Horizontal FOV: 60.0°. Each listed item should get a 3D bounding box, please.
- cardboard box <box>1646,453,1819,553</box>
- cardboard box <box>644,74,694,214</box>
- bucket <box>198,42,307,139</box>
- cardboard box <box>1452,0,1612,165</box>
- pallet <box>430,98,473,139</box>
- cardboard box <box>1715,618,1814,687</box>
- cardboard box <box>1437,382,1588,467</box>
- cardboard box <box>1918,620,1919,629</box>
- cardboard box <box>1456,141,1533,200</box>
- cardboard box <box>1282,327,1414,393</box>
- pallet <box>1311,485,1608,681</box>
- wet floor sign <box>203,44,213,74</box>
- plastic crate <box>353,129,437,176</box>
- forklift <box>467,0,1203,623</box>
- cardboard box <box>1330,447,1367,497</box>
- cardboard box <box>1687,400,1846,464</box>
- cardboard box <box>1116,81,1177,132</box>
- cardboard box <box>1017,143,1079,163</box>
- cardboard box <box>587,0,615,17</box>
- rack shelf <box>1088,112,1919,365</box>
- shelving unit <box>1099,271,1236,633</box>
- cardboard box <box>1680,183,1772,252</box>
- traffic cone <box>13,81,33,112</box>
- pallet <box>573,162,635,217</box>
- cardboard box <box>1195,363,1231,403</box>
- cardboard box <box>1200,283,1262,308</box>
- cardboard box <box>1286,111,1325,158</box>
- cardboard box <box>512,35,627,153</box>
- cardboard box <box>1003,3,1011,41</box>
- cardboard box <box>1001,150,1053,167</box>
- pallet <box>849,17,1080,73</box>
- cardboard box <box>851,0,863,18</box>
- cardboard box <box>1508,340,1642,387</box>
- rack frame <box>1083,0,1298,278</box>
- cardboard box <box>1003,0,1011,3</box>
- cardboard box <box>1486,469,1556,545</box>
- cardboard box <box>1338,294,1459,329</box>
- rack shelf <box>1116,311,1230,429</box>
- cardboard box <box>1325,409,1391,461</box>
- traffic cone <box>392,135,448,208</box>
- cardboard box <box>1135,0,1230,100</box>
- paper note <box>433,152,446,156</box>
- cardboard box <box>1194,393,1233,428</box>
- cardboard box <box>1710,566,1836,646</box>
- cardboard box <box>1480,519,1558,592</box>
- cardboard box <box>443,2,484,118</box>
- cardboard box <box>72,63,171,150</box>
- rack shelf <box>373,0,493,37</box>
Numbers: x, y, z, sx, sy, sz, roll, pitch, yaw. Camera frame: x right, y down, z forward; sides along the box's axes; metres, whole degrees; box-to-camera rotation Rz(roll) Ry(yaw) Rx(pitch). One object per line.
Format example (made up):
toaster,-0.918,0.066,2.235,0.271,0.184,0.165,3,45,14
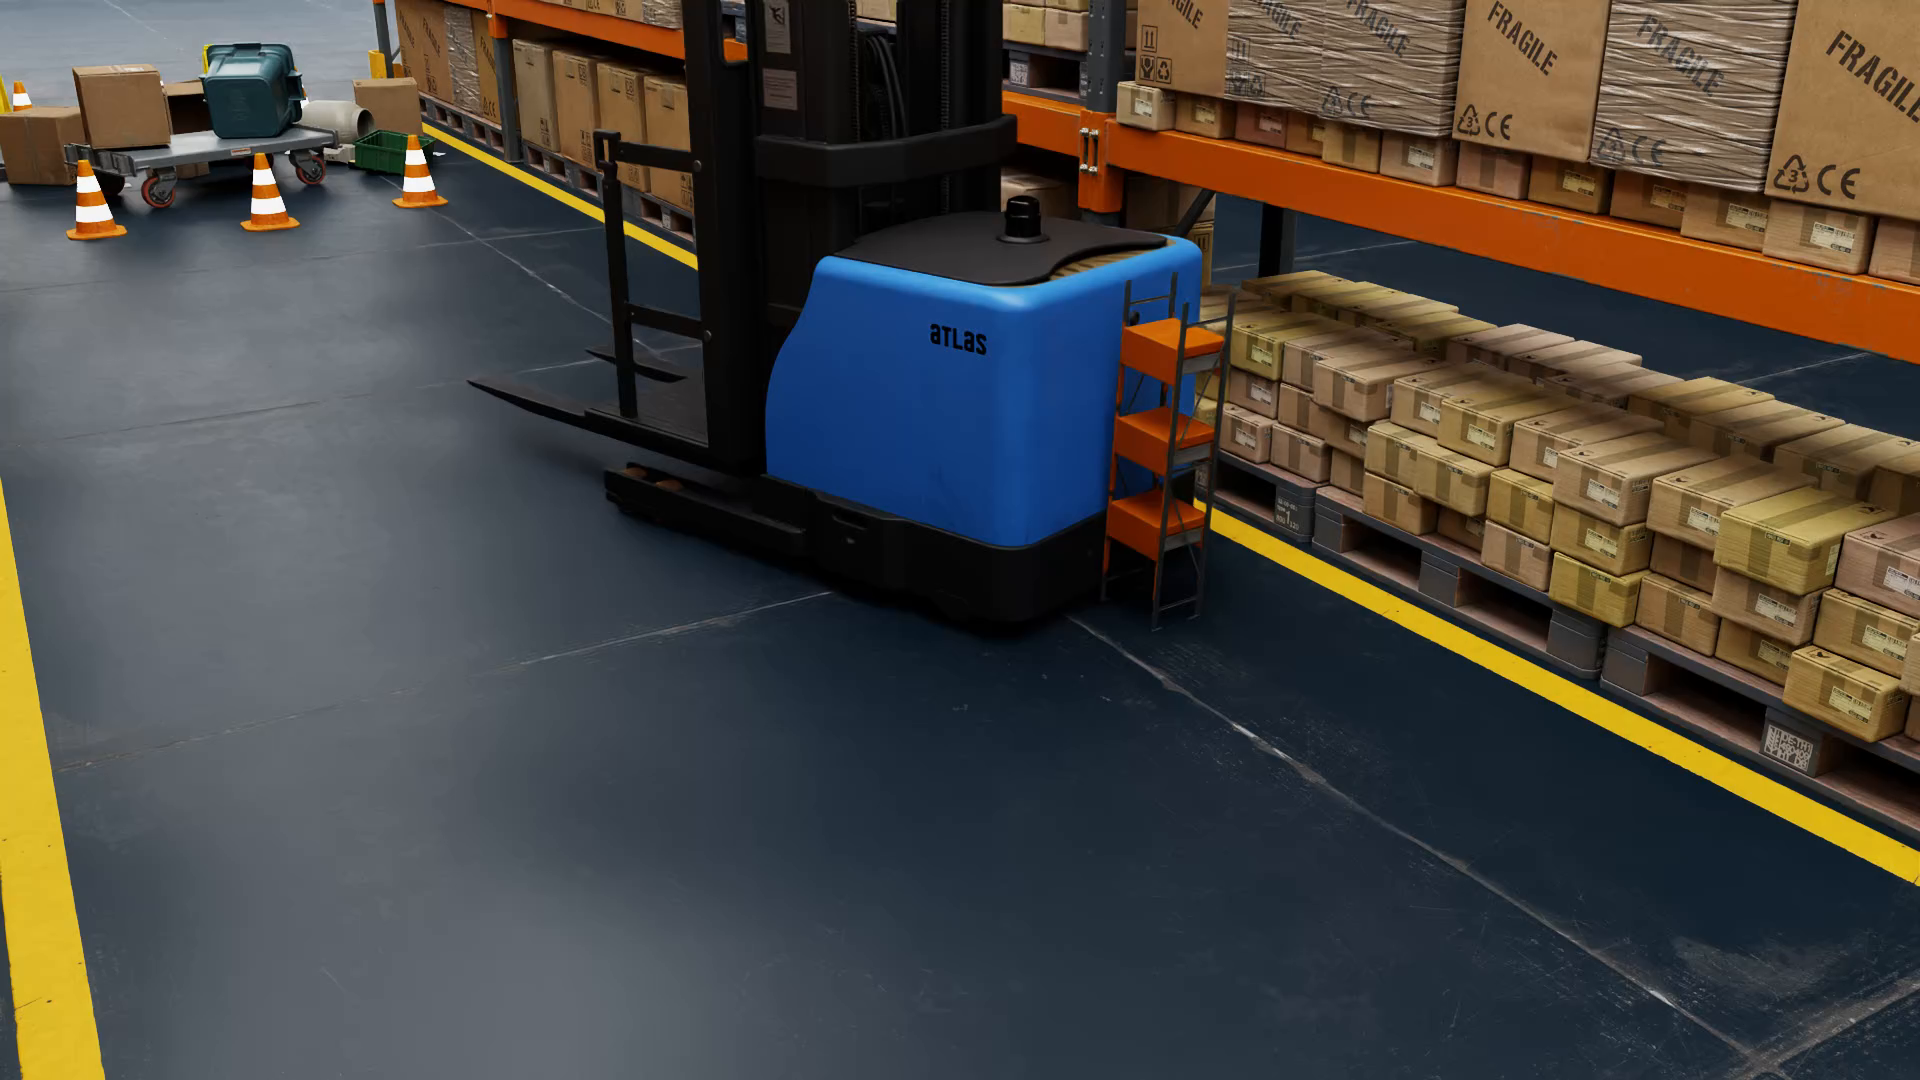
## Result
cardboard box,2.094,-0.099,4.511,0.380,0.149,0.250,-14,26,-30
cardboard box,-1.340,-2.536,10.497,1.050,0.750,0.750,-13,25,-29
bucket,-5.201,-3.252,12.158,0.726,0.611,0.620,-4,32,-10
cardboard box,1.758,-1.353,4.629,0.500,0.500,0.500,-11,25,-26
pallet,-4.098,-3.829,14.951,1.003,0.211,1.213,-13,25,-28
cardboard box,2.253,0.251,4.440,0.380,0.149,0.250,-13,25,-28
cardboard box,1.711,-0.362,5.156,0.380,0.149,0.250,-12,25,-28
cardboard box,2.492,0.148,3.901,0.380,0.149,0.250,-12,25,-28
cardboard box,1.692,-1.109,4.889,0.380,0.149,0.250,-12,25,-26
cardboard box,1.349,-0.619,5.790,0.380,0.149,0.250,-13,26,-30
pallet,1.938,0.023,5.473,1.003,0.211,1.213,-13,25,-28
wet floor sign,-6.910,-4.297,15.526,0.267,0.644,0.232,-18,28,-37
plastic crate,-4.365,-2.992,12.848,0.450,0.188,0.662,9,22,-4
forklift,-0.660,-1.544,5.717,3.031,2.935,1.130,17,28,36
cardboard box,1.495,-0.259,5.693,0.380,0.149,0.250,-14,26,-30
cardboard box,2.411,-0.292,4.985,0.380,0.149,0.250,-12,25,-26
cardboard box,0.800,-1.603,6.106,0.380,0.149,0.250,-12,25,-26
cardboard box,0.513,-1.720,7.826,0.500,0.250,0.500,-12,25,-27
cardboard box,-2.076,-3.633,10.634,0.500,0.500,0.500,-13,26,-29
rack shelf,1.959,-0.894,4.982,1.077,0.370,4.000,-13,25,-28
shelving unit,0.618,-0.257,5.031,0.215,1.050,0.252,-15,30,-33
cardboard box,2.075,-0.849,4.251,0.380,0.149,0.250,-14,26,-31
traffic cone,-8.068,-3.708,14.319,0.336,0.463,0.334,-13,25,-28
pallet,-2.063,-2.542,11.784,1.003,0.211,1.213,-13,25,-28
cardboard box,1.054,-0.642,6.242,0.380,0.149,0.250,-12,25,-28
cardboard box,0.935,-0.872,6.413,0.380,0.149,0.250,-11,25,-26
cardboard box,1.311,-1.369,5.529,0.380,0.149,0.250,-14,26,-31
cardboard box,-2.755,-3.433,12.703,1.050,0.750,0.750,-13,25,-29
cardboard box,0.305,-2.208,7.036,0.380,0.149,0.250,-13,25,-28
cardboard box,0.088,-1.620,7.579,0.500,0.250,0.500,-11,25,-26
pallet,-0.060,-2.447,8.104,1.003,0.211,1.213,-13,25,-28
cardboard box,-0.372,-2.635,8.086,0.380,0.149,0.250,-12,25,-28
cardboard box,2.072,-0.551,5.621,0.380,0.149,0.250,-14,26,-30
rack frame,0.937,-1.874,6.439,1.000,3.000,0.127,-13,25,-28
cardboard box,0.304,-2.347,6.983,0.380,0.149,0.250,-11,25,-26
cardboard box,1.808,-0.127,4.973,0.380,0.149,0.250,-11,25,-26
cardboard box,1.640,-0.804,6.245,0.380,0.149,0.250,-13,25,-29
rack shelf,0.628,-0.505,4.915,0.215,0.259,0.240,-15,30,-33
cardboard box,1.465,-0.389,5.618,0.380,0.149,0.250,-11,25,-26
traffic cone,-3.763,-2.564,11.506,0.336,0.463,0.334,-13,25,-28
cardboard box,0.973,-1.850,5.851,0.500,0.500,0.500,-13,26,-29
paper note,-4.271,-3.132,13.476,0.142,0.020,0.147,8,23,18
cardboard box,0.983,-0.482,6.243,0.380,0.149,0.250,-12,25,-27
cardboard box,2.198,0.125,4.354,0.380,0.149,0.250,-14,26,-30
cardboard box,1.809,0.010,5.031,0.380,0.149,0.250,-12,25,-27
cardboard box,-3.874,-4.182,14.382,0.875,0.875,0.875,-12,25,-28
cardboard box,-5.838,-3.024,11.582,0.500,0.500,0.500,-13,25,-28
rack shelf,-4.171,-4.778,14.539,1.077,0.370,4.000,-13,25,-28
